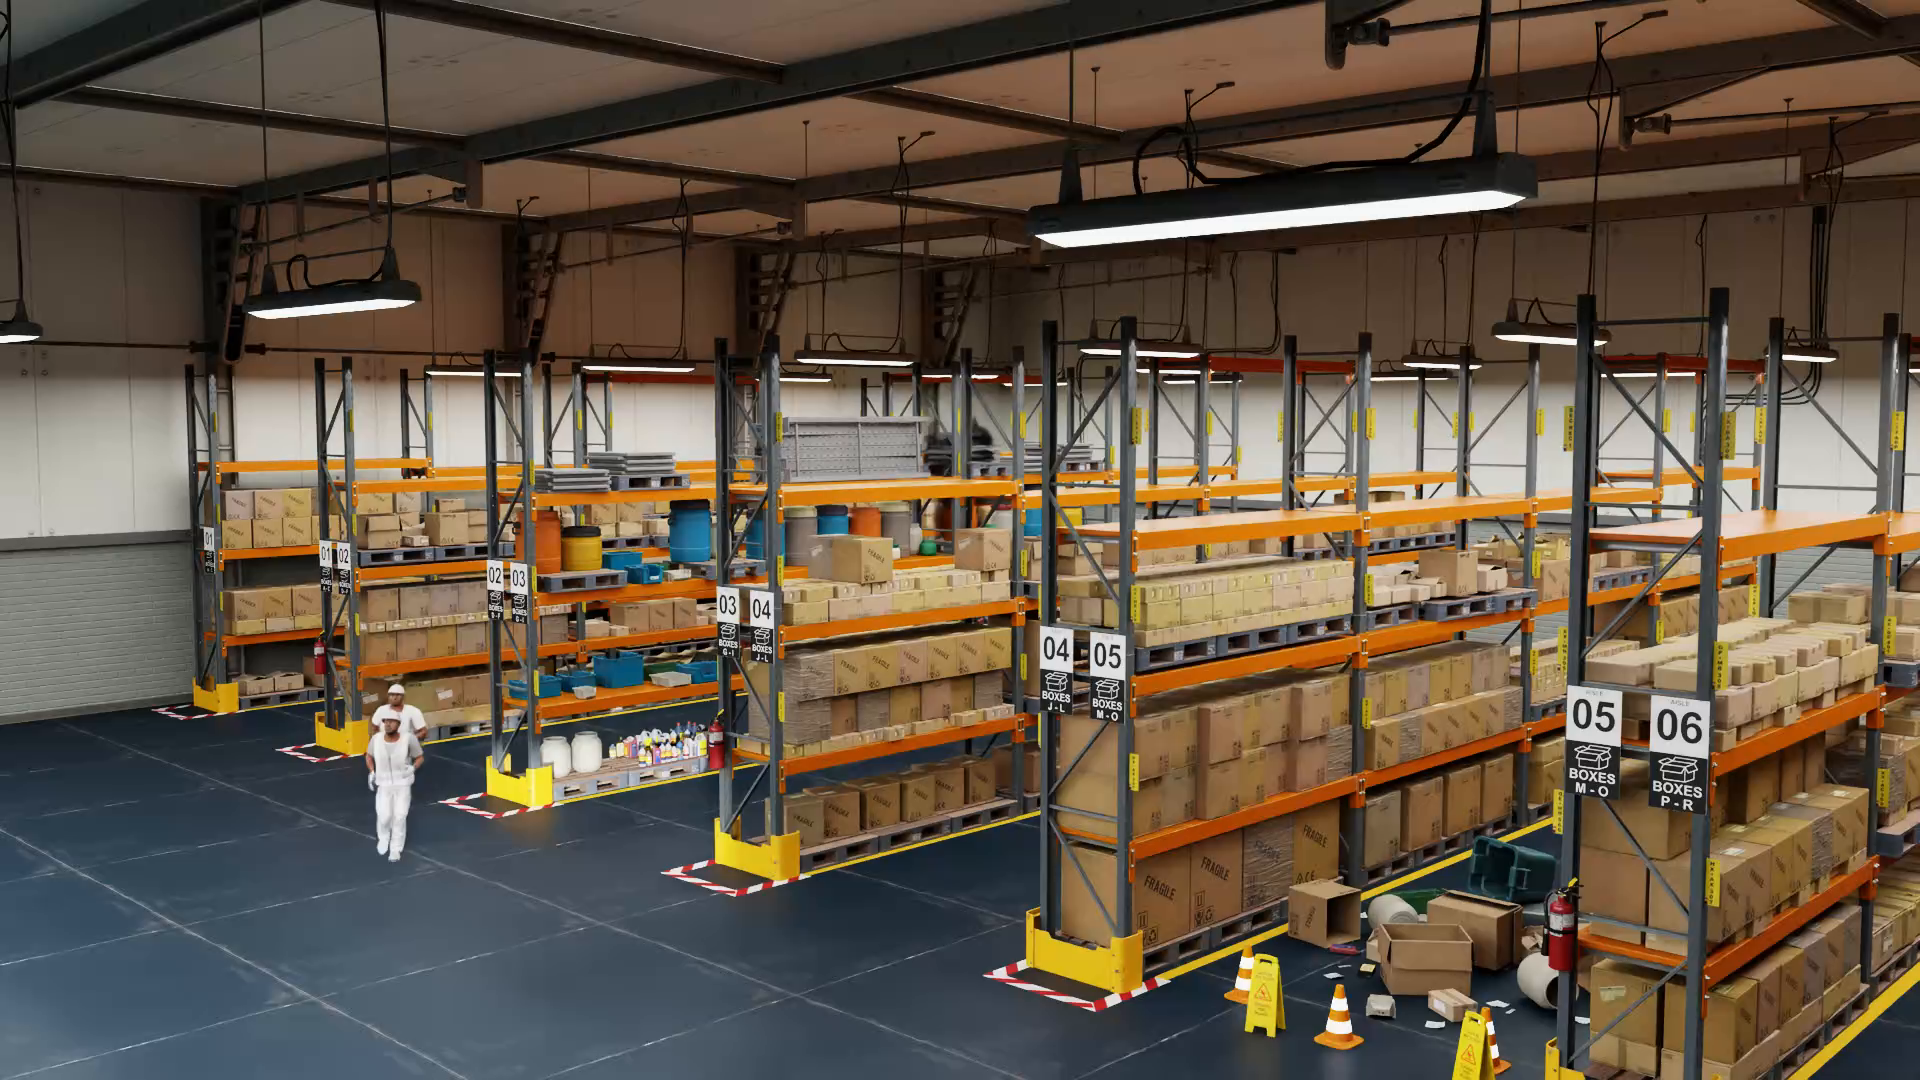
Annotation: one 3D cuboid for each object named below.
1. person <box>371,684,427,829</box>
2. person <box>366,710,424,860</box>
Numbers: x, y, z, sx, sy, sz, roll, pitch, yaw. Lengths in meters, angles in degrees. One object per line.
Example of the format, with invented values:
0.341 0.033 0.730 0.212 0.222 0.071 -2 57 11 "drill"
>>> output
-7.079 2.679 20.943 0.712 1.753 0.859 -1 4 -7 "person"
-6.510 2.826 19.128 0.663 1.746 0.602 -1 4 -11 "person"
